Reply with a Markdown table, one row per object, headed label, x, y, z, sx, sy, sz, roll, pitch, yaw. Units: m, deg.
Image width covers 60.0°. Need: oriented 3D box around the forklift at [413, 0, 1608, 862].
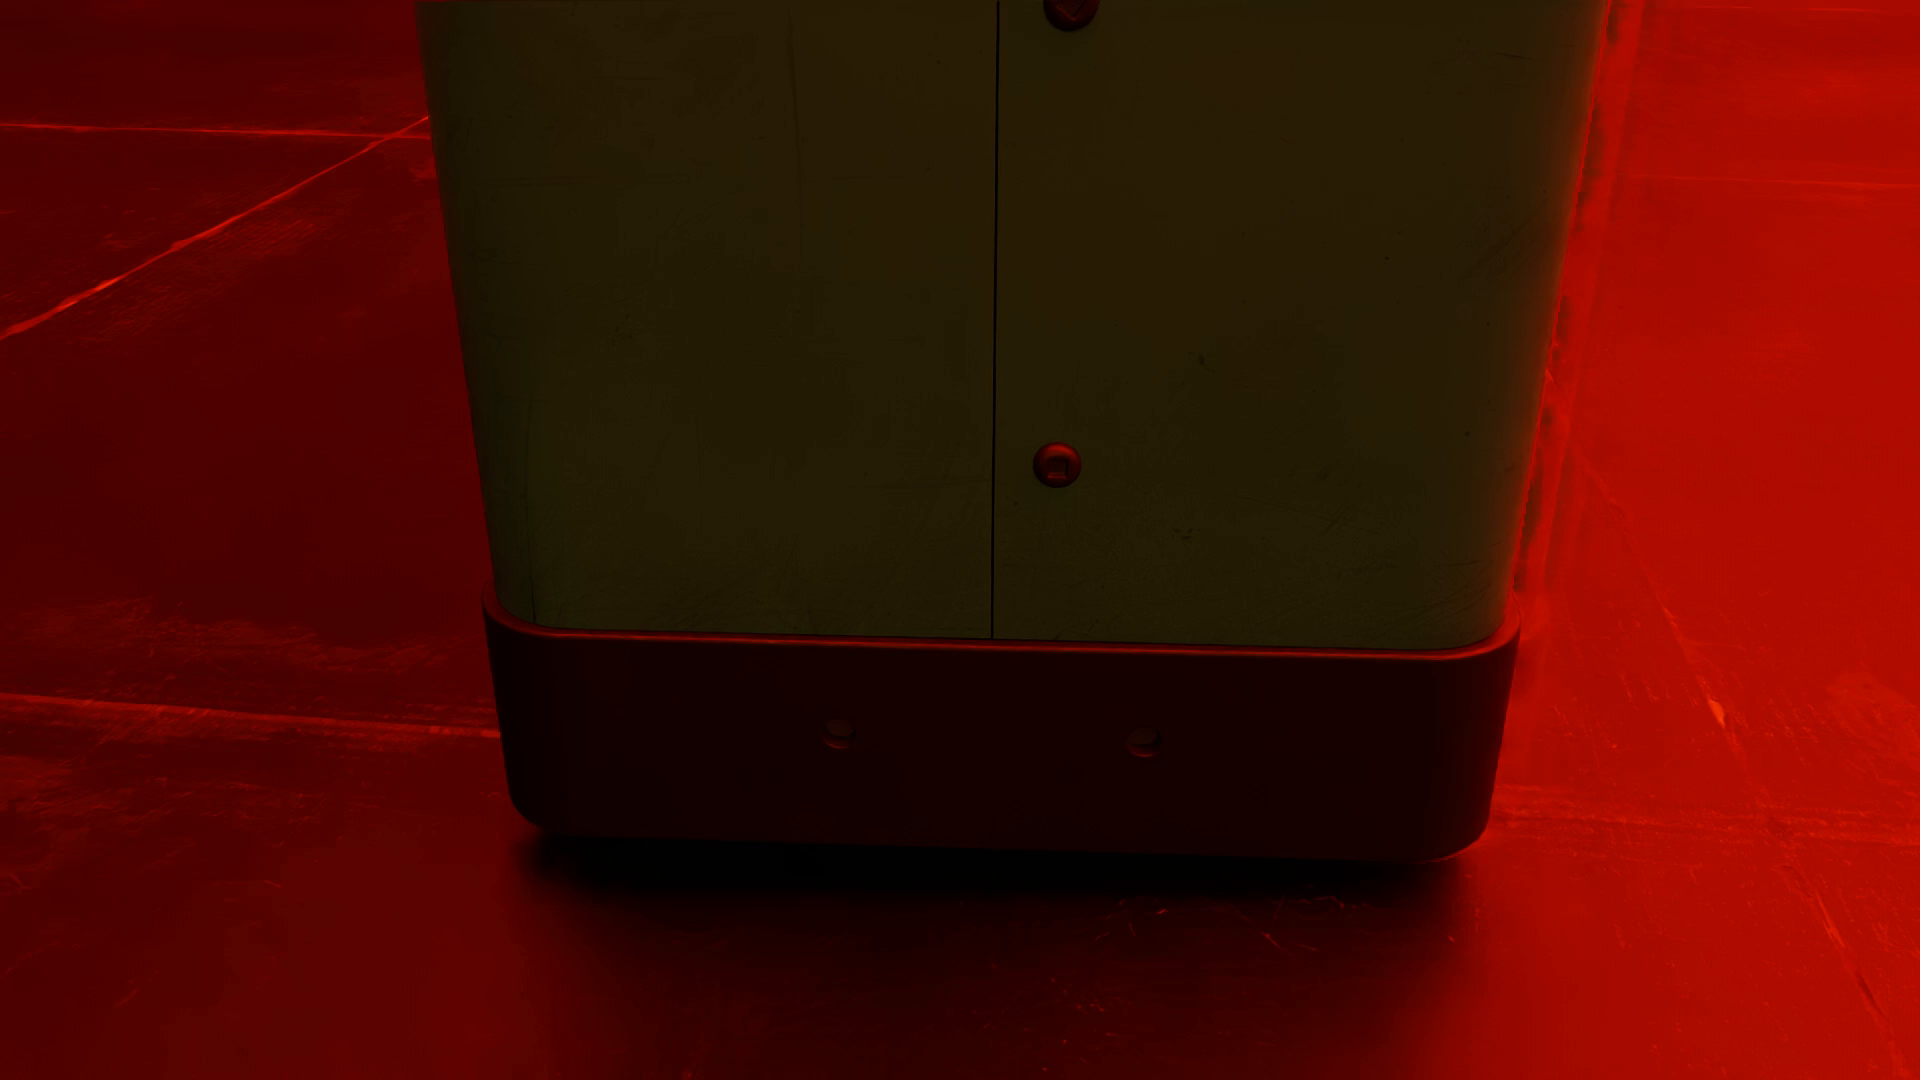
| label | x | y | z | sx | sy | sz | roll | pitch | yaw |
| --- | --- | --- | --- | --- | --- | --- | --- | --- | --- |
| forklift | 0.107 | -1.605 | 2.434 | 1.130 | 2.935 | 3.031 | 1 | 27 | 3 |
